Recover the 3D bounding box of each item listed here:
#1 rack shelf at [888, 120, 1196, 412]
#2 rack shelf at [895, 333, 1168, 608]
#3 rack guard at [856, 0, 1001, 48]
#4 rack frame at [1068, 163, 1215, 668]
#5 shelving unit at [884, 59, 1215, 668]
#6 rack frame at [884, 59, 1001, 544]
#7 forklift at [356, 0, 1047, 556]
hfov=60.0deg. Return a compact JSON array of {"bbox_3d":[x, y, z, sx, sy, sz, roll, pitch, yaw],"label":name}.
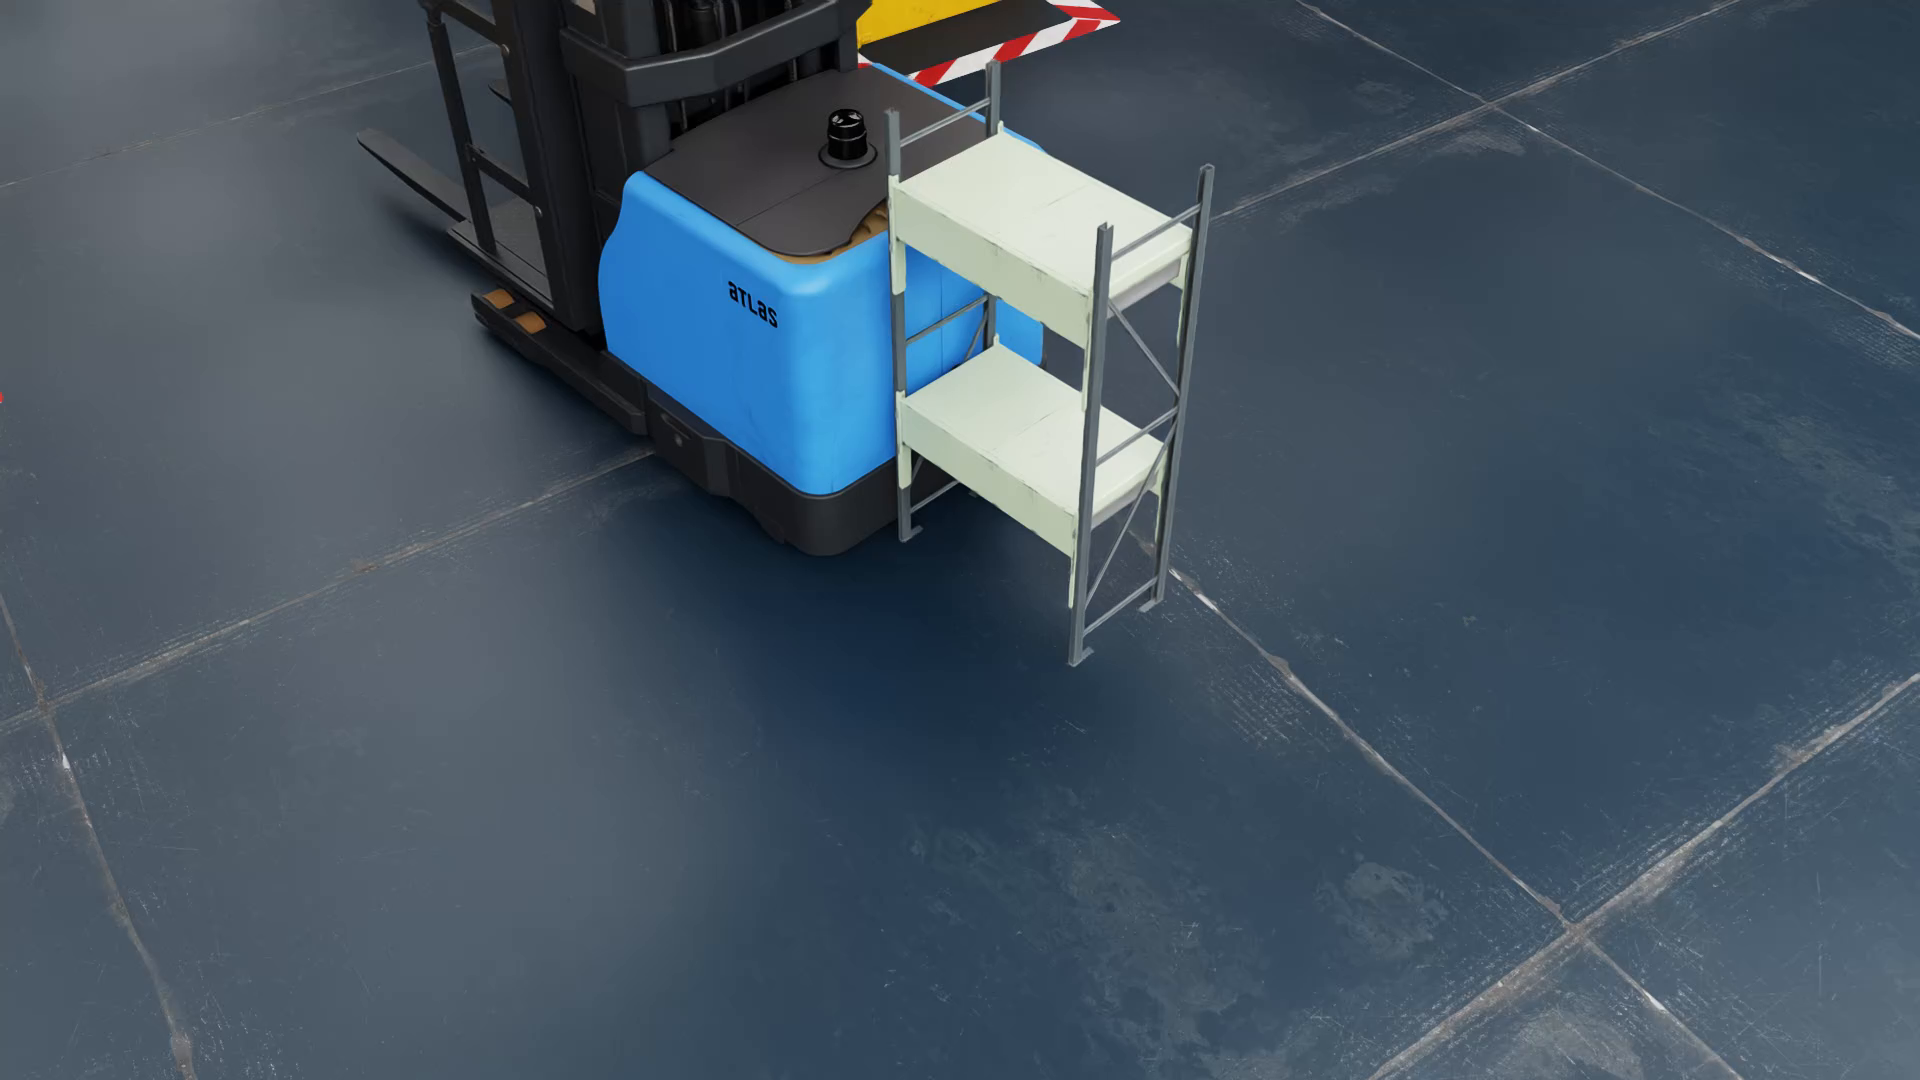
[{"bbox_3d":[0.212,-0.734,4.367,0.431,0.370,0.720,-34,53,-30],"label":"rack shelf"},{"bbox_3d":[0.212,-0.216,4.862,0.431,0.370,0.720,-34,53,-30],"label":"rack shelf"},{"bbox_3d":[-0.174,-2.716,7.733,1.175,0.500,0.348,-26,49,-24],"label":"rack guard"},{"bbox_3d":[0.467,-0.270,4.447,0.400,1.500,0.023,-34,53,-30],"label":"rack frame"},{"bbox_3d":[0.212,-0.452,4.637,0.431,1.500,0.755,-34,53,-30],"label":"shelving unit"},{"bbox_3d":[-0.043,-0.633,4.827,0.400,1.500,0.023,-34,53,-30],"label":"rack frame"},{"bbox_3d":[-1.106,-1.927,5.146,1.130,2.935,3.031,-34,53,-30],"label":"forklift"}]
